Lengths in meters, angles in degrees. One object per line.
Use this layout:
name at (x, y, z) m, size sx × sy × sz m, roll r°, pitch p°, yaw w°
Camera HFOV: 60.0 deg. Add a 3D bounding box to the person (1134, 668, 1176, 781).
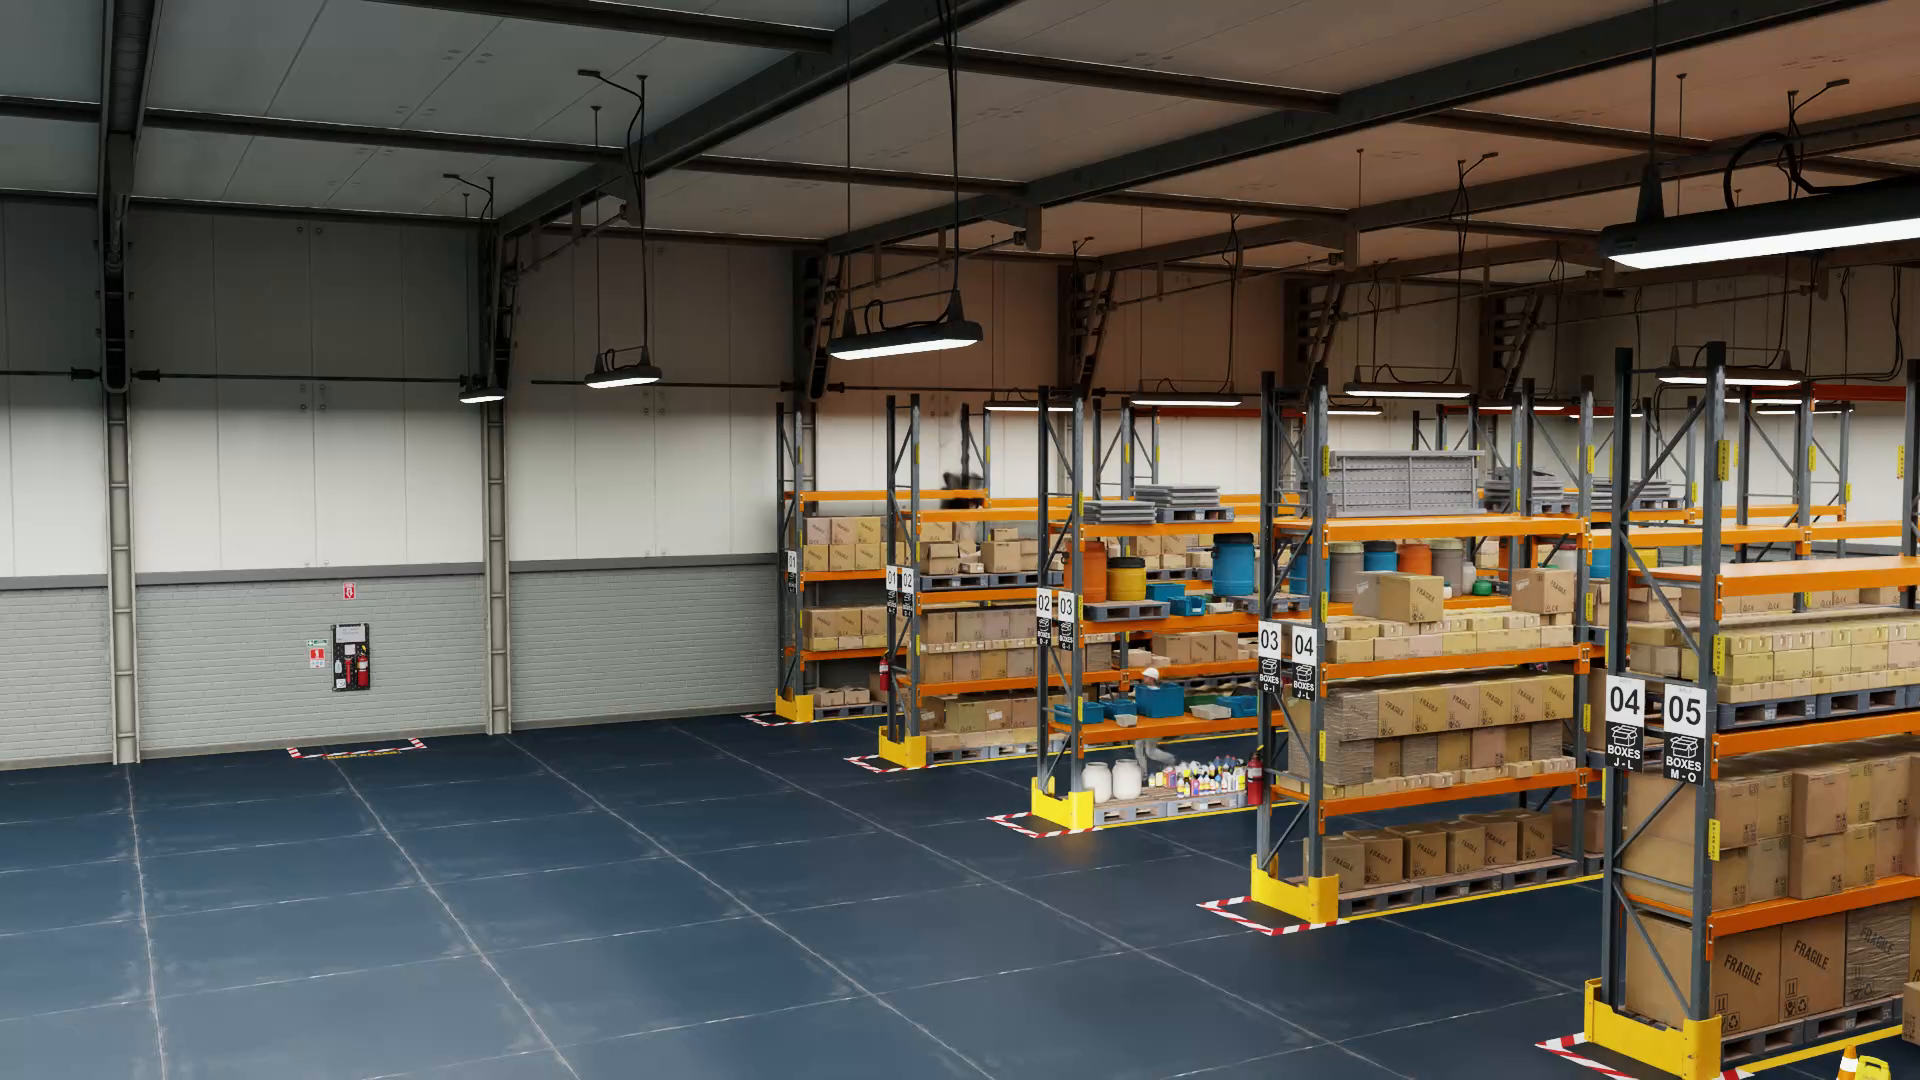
person at (2.966, 2.849, 25.570) m, size 0.800 × 1.772 × 0.656 m, roll -1°, pitch 3°, yaw -21°
